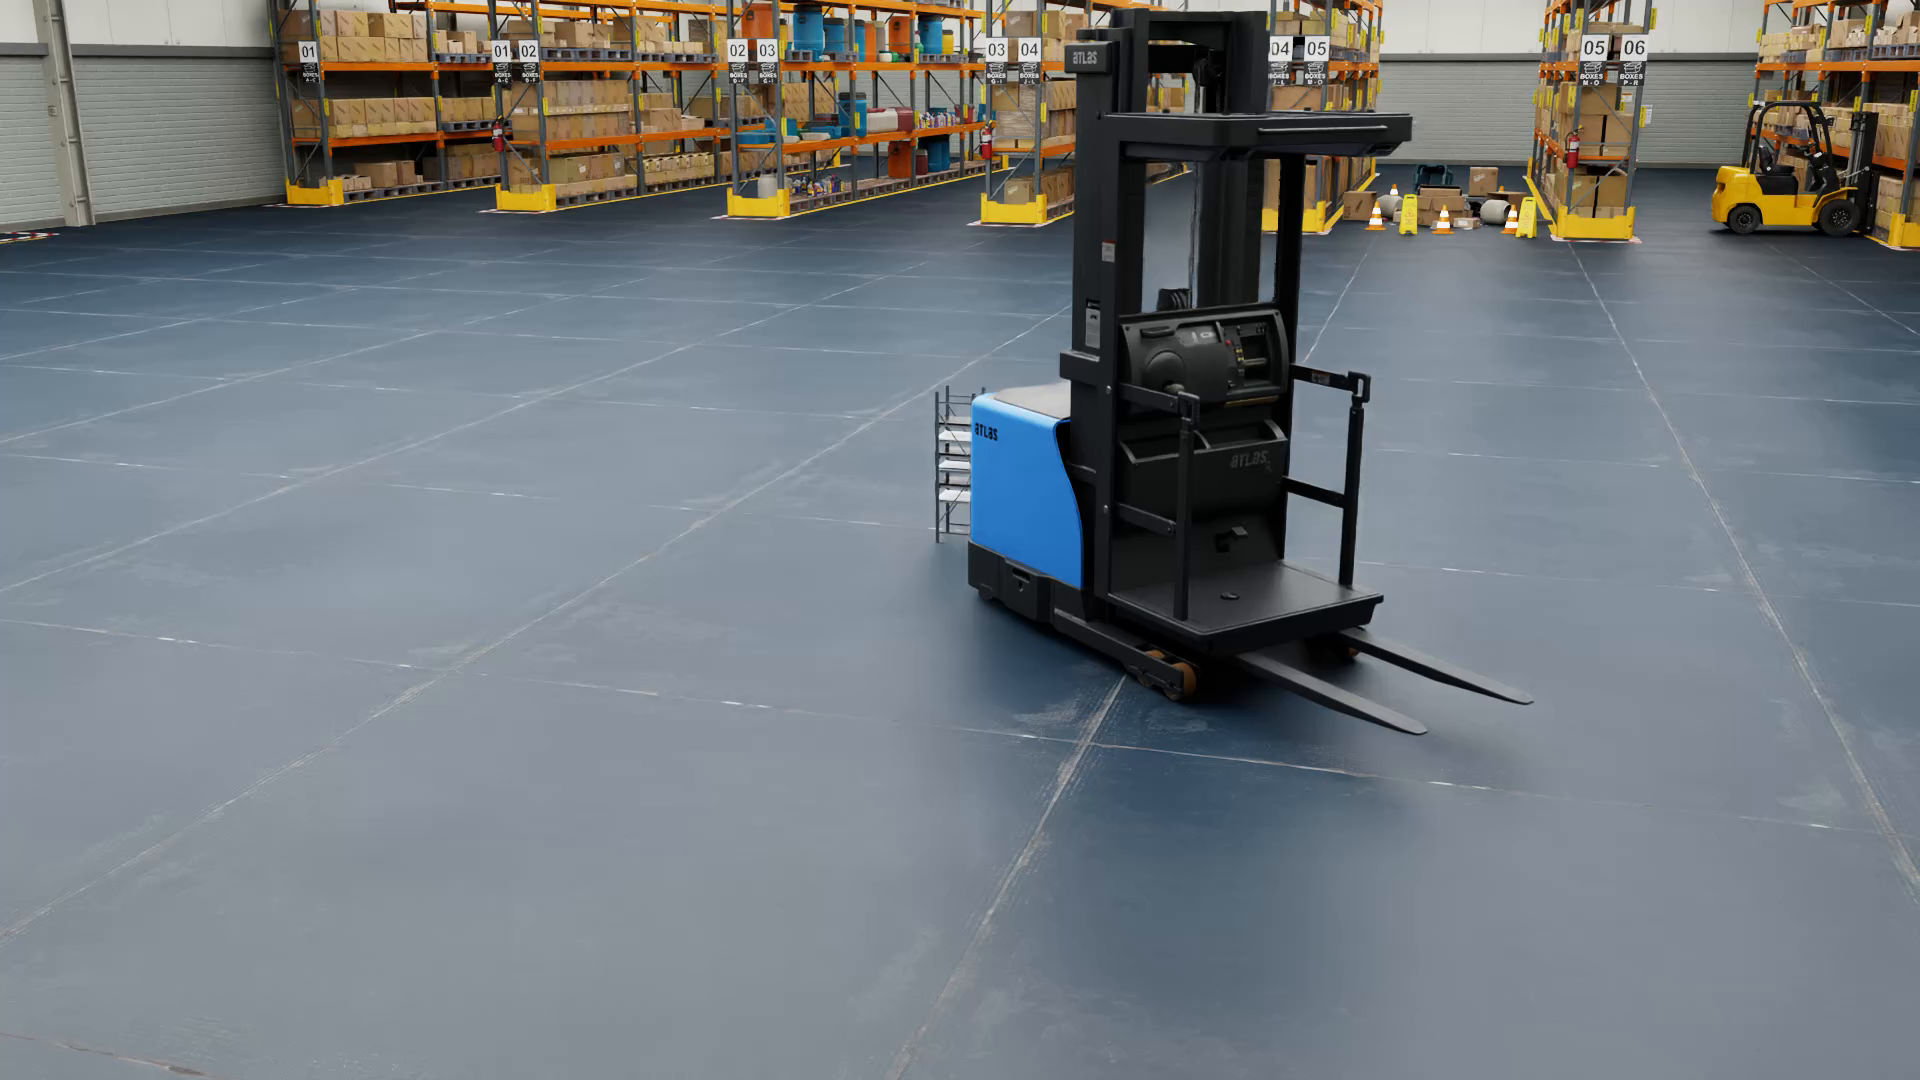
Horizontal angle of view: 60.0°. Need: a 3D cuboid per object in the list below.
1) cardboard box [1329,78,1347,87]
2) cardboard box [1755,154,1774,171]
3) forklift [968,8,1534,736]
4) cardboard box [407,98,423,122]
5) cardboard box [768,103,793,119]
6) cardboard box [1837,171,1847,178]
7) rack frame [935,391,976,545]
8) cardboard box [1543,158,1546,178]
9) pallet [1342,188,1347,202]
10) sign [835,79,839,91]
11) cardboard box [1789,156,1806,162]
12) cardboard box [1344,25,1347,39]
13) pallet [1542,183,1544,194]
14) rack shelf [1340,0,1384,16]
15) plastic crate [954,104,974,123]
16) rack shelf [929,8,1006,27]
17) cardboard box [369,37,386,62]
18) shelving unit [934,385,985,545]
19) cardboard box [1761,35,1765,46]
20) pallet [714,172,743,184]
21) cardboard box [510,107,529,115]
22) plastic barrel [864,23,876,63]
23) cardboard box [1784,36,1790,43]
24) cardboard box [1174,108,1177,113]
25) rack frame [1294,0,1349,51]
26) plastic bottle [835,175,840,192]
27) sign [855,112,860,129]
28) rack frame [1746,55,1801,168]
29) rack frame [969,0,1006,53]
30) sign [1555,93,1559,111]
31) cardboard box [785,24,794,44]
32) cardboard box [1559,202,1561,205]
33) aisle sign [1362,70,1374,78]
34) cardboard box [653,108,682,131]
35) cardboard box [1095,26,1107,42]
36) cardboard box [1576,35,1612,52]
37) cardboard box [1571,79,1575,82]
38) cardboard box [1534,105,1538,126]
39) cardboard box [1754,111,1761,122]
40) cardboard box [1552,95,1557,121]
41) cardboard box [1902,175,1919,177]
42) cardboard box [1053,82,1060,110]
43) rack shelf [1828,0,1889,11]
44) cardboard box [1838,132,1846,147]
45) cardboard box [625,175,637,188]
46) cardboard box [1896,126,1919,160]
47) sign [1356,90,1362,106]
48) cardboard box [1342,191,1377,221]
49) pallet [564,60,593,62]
[{"bbox_3d":[8.964,-10.746,39.656,0.500,0.500,0.500,4,16,14],"label":"cardboard box"},{"bbox_3d":[19.217,-8.861,39.383,0.700,0.500,0.500,5,17,18],"label":"cardboard box"},{"bbox_3d":[1.244,-0.848,7.449,1.130,2.935,3.031,-10,18,-30],"label":"forklift"},{"bbox_3d":[-12.132,-9.419,36.405,0.500,0.500,0.500,5,16,16],"label":"cardboard box"},{"bbox_3d":[-4.728,-11.270,43.883,0.500,0.500,0.500,5,17,17],"label":"cardboard box"},{"bbox_3d":[16.717,-6.494,30.811,0.875,0.625,0.625,4,16,15],"label":"cardboard box"},{"bbox_3d":[-0.027,-0.408,9.620,0.240,0.900,0.006,5,16,16],"label":"rack frame"},{"bbox_3d":[14.146,-8.697,38.921,0.875,0.438,0.875,4,16,15],"label":"cardboard box"},{"bbox_3d":[7.657,-7.341,35.324,1.003,0.211,1.213,5,16,16],"label":"pallet"},{"bbox_3d":[-3.470,-12.817,46.819,0.100,0.325,0.005,5,16,16],"label":"sign"},{"bbox_3d":[18.136,-8.207,35.890,0.380,0.149,0.250,4,16,15],"label":"cardboard box"},{"bbox_3d":[6.923,-9.452,30.936,0.500,0.250,0.500,4,16,15],"label":"cardboard box"},{"bbox_3d":[13.373,-7.703,36.599,1.003,0.211,1.213,5,16,16],"label":"pallet"},{"bbox_3d":[9.658,-12.991,40.464,1.077,0.370,4.000,5,16,16],"label":"rack shelf"},{"bbox_3d":[0.109,-10.998,42.881,0.402,0.464,0.583,5,16,16],"label":"plastic crate"},{"bbox_3d":[0.183,-13.595,43.322,1.077,0.370,4.000,5,16,16],"label":"rack shelf"},{"bbox_3d":[-12.497,-10.338,35.063,0.500,0.500,0.500,6,17,19],"label":"cardboard box"},{"bbox_3d":[0.002,-0.435,9.714,0.258,0.900,0.210,5,16,16],"label":"shelving unit"},{"bbox_3d":[19.395,-11.892,39.577,0.500,0.250,0.500,4,16,15],"label":"cardboard box"},{"bbox_3d":[-6.022,-8.914,40.870,1.003,0.211,1.213,5,16,16],"label":"pallet"},{"bbox_3d":[-8.618,-8.445,32.734,0.380,0.149,0.250,4,16,15],"label":"cardboard box"},{"bbox_3d":[-2.150,-10.959,36.684,0.600,0.830,0.708,5,16,16],"label":"plastic barrel"},{"bbox_3d":[18.119,-10.859,36.083,0.380,0.149,0.250,5,17,17],"label":"cardboard box"},{"bbox_3d":[5.328,-11.045,43.001,0.500,0.250,0.500,4,16,14],"label":"cardboard box"},{"bbox_3d":[6.817,-10.723,31.142,1.000,3.000,0.127,5,16,16],"label":"rack frame"},{"bbox_3d":[-2.566,-7.378,34.392,0.144,0.351,0.185,4,16,14],"label":"plastic bottle"},{"bbox_3d":[-2.135,-8.719,34.565,0.100,0.325,0.005,5,16,16],"label":"sign"},{"bbox_3d":[19.761,-10.235,40.415,1.000,3.000,0.127,5,16,16],"label":"rack frame"},{"bbox_3d":[0.751,-14.657,45.014,1.000,3.000,0.127,5,16,16],"label":"rack frame"},{"bbox_3d":[11.058,-8.078,30.691,0.100,0.325,0.005,5,16,16],"label":"sign"},{"bbox_3d":[-4.754,-13.332,43.823,0.700,0.500,0.500,5,16,16],"label":"cardboard box"},{"bbox_3d":[10.581,-5.679,28.623,0.500,0.250,0.500,5,16,16],"label":"cardboard box"},{"bbox_3d":[10.535,-12.222,42.660,0.394,0.787,0.004,5,16,16],"label":"aisle sign"},{"bbox_3d":[-6.732,-9.671,38.245,0.500,0.500,0.500,4,16,13],"label":"cardboard box"},{"bbox_3d":[2.585,-10.304,34.205,0.797,0.503,0.637,5,17,18],"label":"cardboard box"},{"bbox_3d":[10.342,-8.101,27.127,0.500,0.250,0.500,4,16,15],"label":"cardboard box"},{"bbox_3d":[14.203,-10.476,38.061,0.380,0.149,0.250,4,16,15],"label":"cardboard box"},{"bbox_3d":[14.590,-10.563,41.391,0.500,0.500,0.500,4,16,15],"label":"cardboard box"},{"bbox_3d":[19.231,-10.076,39.585,0.500,0.250,0.500,5,17,16],"label":"cardboard box"},{"bbox_3d":[12.378,-8.819,33.926,0.500,0.500,0.500,4,16,14],"label":"cardboard box"},{"bbox_3d":[15.976,-5.914,27.621,0.500,0.250,0.500,4,16,15],"label":"cardboard box"},{"bbox_3d":[1.519,-8.126,30.422,0.500,0.500,0.500,5,16,16],"label":"cardboard box"},{"bbox_3d":[16.920,-9.966,30.526,1.077,0.370,4.000,5,16,16],"label":"rack shelf"},{"bbox_3d":[16.381,-7.307,30.369,0.500,0.250,0.500,5,16,16],"label":"cardboard box"},{"bbox_3d":[-7.329,-7.758,35.952,0.500,0.250,0.500,5,16,16],"label":"cardboard box"},{"bbox_3d":[15.103,-6.246,26.169,0.500,0.500,0.500,4,16,15],"label":"cardboard box"},{"bbox_3d":[8.486,-9.398,35.343,0.100,0.325,0.005,5,16,16],"label":"sign"},{"bbox_3d":[7.359,-6.149,30.589,0.500,0.500,0.500,8,18,25],"label":"cardboard box"},{"bbox_3d":[-10.097,-12.600,43.609,0.805,0.209,1.217,4,16,14],"label":"pallet"}]
